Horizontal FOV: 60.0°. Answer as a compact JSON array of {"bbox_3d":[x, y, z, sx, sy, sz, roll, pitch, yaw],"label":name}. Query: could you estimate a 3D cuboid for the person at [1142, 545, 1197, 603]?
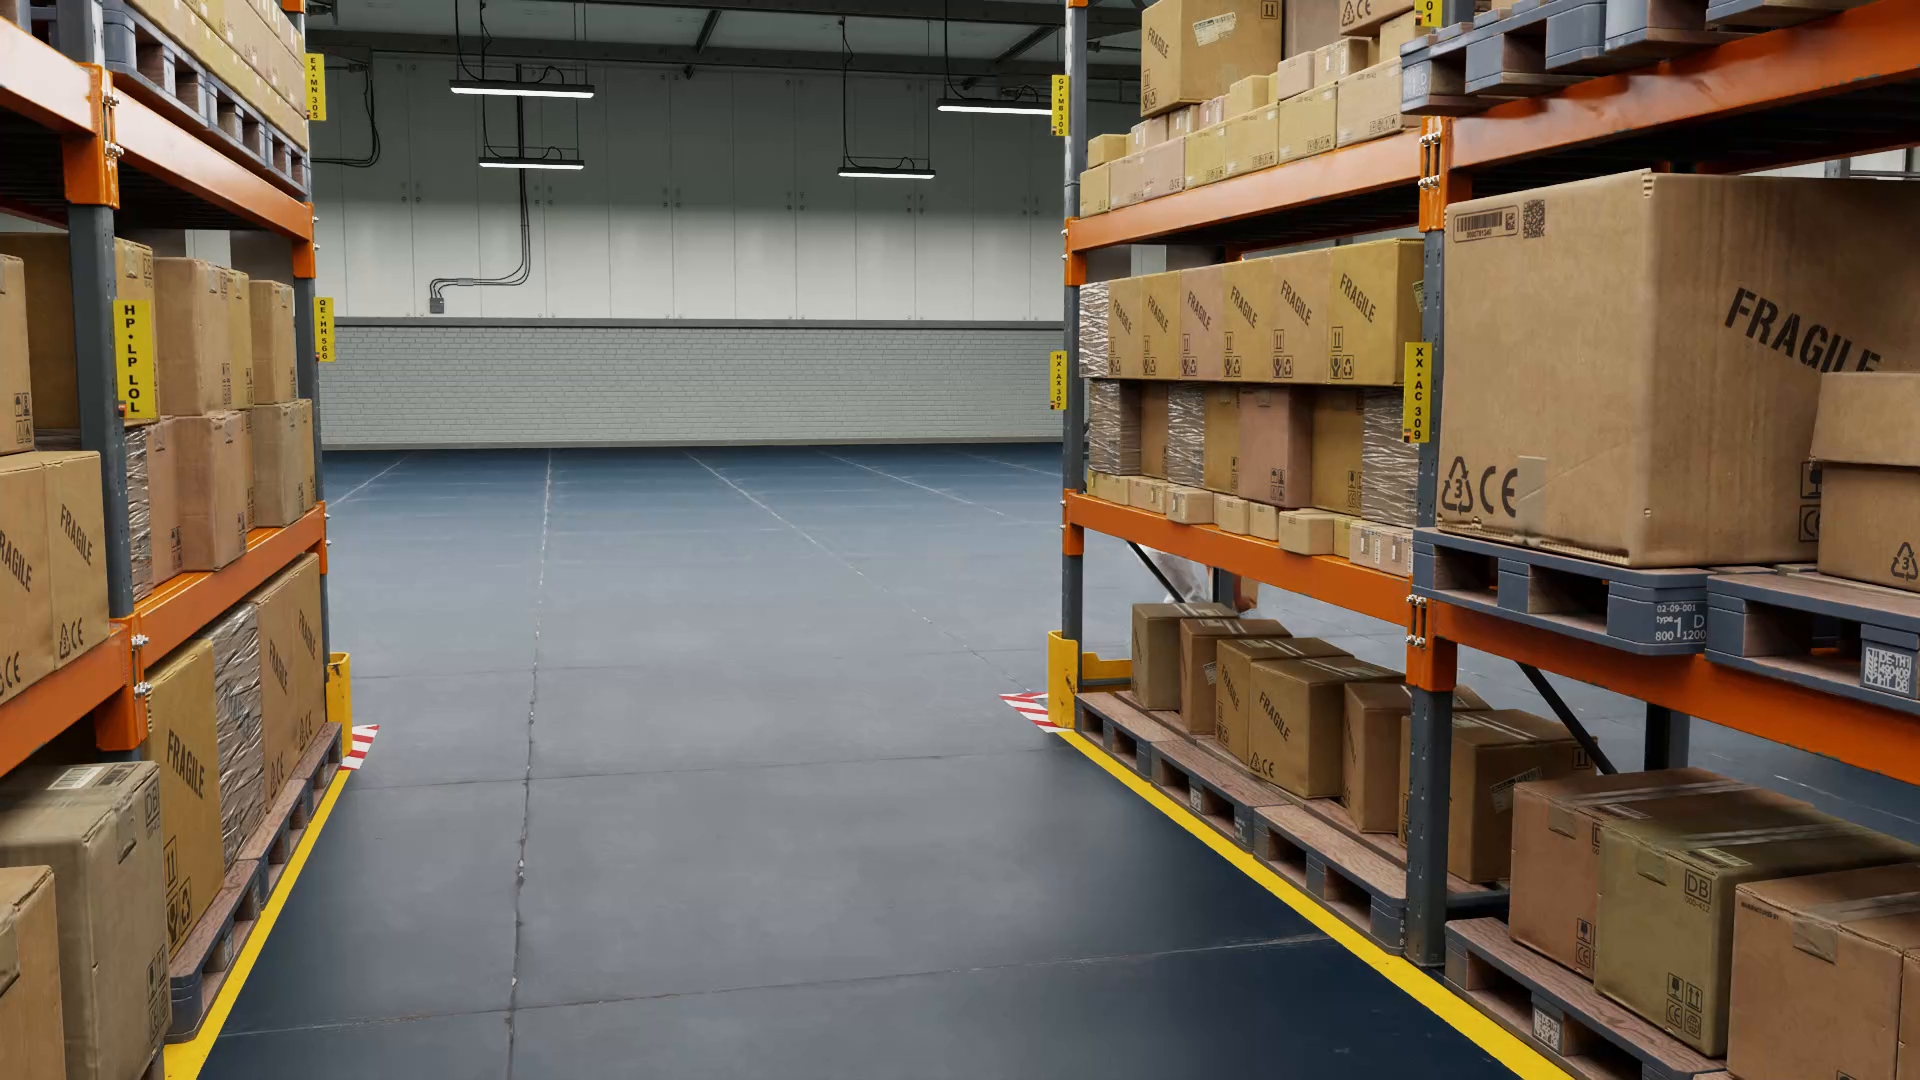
[{"bbox_3d":[1.491,0.009,11.083,0.626,1.696,0.495,-2,6,-15],"label":"person"}]
